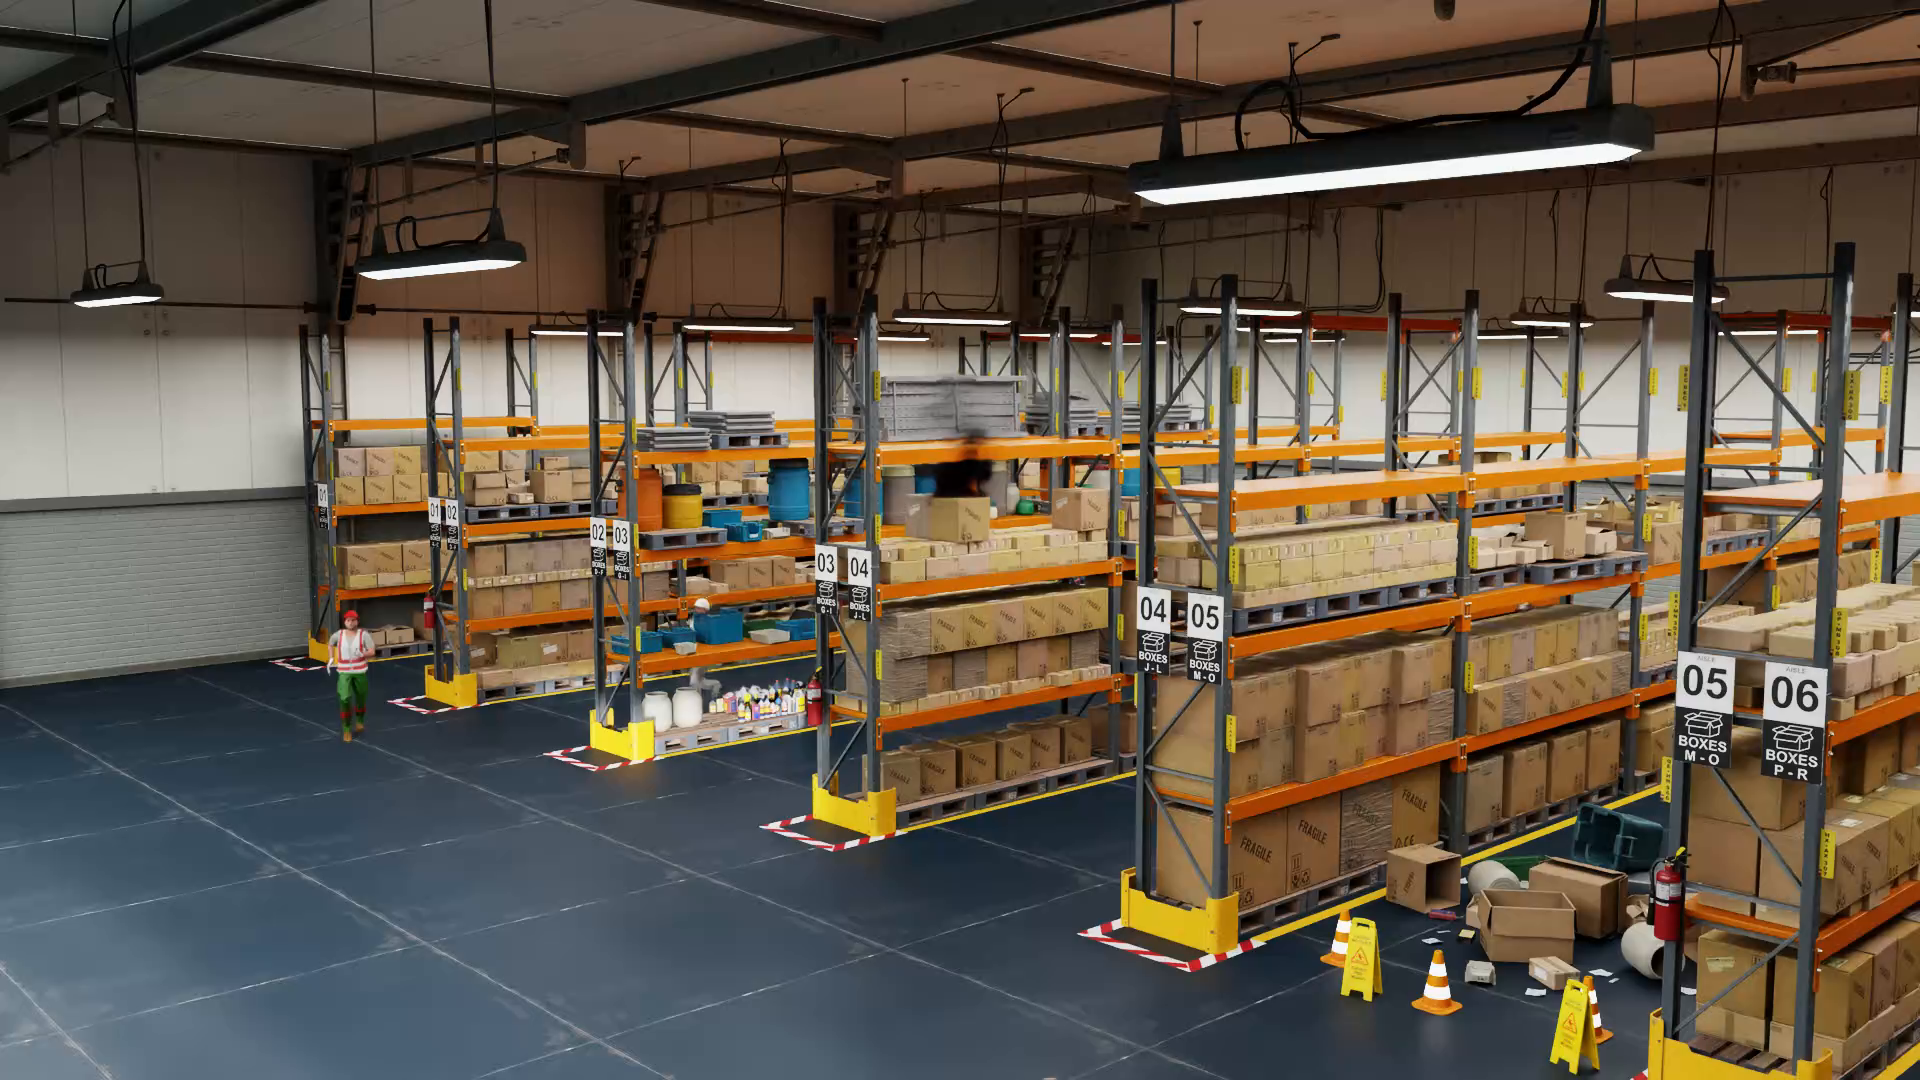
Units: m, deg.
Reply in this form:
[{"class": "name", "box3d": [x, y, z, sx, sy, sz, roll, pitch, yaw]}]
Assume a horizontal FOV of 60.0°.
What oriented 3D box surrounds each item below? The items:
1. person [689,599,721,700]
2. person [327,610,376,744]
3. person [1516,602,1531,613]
[{"class": "person", "box3d": [-3.895, 1.763, 25.245, 0.661, 1.758, 0.792, 5, 8, 41]}, {"class": "person", "box3d": [-8.572, 1.904, 23.440, 0.651, 1.847, 0.799, -2, 6, -20]}, {"class": "person", "box3d": [8.566, 1.765, 25.450, 0.536, 1.726, 0.789, 4, 7, 36]}]
